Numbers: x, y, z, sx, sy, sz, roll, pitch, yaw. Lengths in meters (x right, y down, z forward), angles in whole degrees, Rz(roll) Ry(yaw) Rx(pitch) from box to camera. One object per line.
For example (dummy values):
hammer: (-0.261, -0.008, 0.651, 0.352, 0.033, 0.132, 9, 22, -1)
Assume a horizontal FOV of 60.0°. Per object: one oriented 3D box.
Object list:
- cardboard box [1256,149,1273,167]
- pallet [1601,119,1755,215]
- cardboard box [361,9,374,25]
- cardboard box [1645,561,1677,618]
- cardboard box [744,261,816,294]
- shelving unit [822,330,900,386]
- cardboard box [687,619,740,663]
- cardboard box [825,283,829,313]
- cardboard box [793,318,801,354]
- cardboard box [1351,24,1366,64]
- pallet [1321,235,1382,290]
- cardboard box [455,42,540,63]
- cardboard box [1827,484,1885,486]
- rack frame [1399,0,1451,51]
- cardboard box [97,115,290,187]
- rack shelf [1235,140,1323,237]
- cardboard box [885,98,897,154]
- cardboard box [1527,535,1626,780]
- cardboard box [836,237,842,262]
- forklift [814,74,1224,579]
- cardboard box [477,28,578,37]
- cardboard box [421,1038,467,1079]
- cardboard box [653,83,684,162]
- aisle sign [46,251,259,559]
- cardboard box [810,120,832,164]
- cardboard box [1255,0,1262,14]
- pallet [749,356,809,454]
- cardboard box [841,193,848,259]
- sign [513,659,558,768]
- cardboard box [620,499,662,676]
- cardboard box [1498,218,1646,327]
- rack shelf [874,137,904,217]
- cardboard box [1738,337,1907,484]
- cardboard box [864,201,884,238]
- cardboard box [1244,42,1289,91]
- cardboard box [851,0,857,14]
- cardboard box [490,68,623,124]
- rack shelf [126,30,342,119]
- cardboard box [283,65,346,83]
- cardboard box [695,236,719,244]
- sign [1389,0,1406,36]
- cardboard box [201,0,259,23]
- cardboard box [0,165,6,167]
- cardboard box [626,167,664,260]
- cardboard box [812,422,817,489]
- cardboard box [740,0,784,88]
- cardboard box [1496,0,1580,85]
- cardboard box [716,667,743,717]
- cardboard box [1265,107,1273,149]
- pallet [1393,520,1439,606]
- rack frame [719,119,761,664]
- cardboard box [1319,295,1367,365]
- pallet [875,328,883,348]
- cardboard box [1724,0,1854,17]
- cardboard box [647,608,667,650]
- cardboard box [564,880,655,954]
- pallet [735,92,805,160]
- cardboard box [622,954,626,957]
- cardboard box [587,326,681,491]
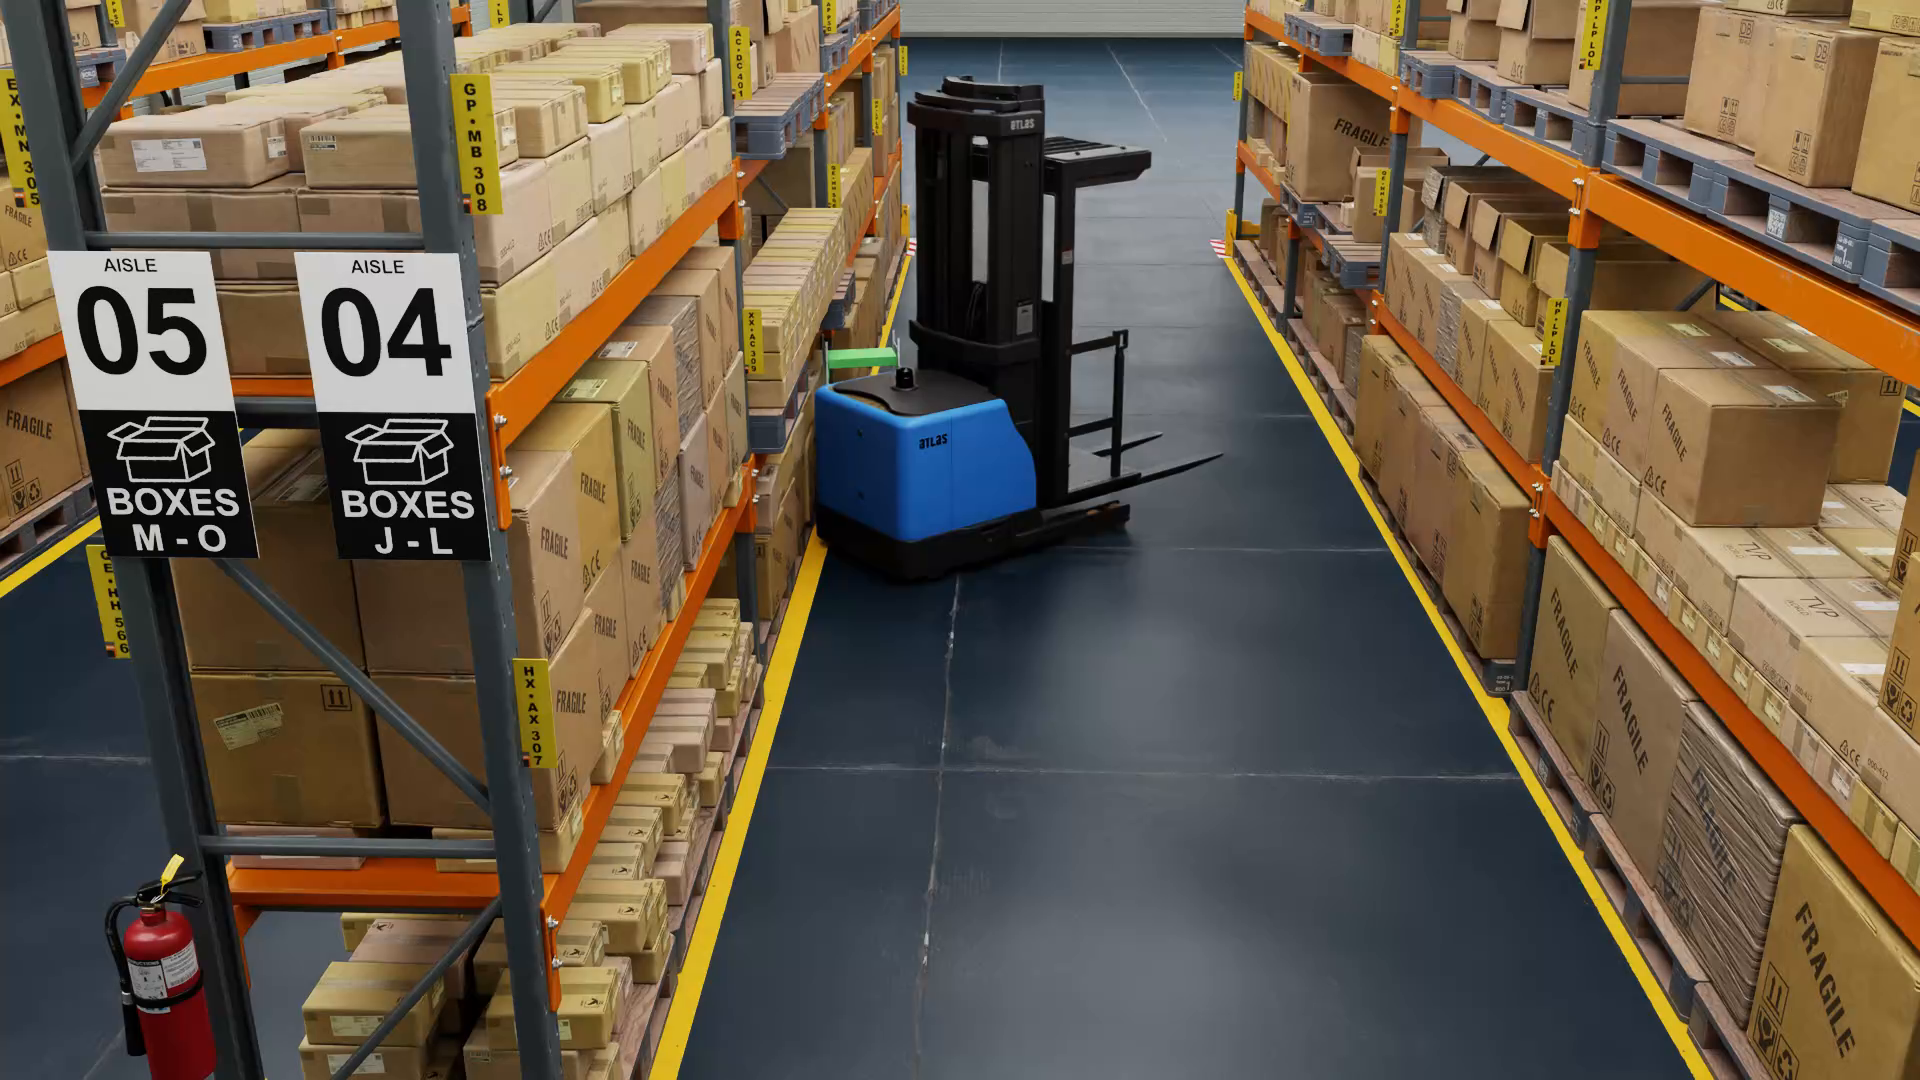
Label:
cardboard box: (3.363, -4.069, 17.715, 0.380, 0.149, 0.250, 1, 21, 2)
pallet: (3.353, -1.550, 6.853, 1.003, 0.211, 1.213, 1, 21, 2)
cardboard box: (-6.011, -5.157, 16.372, 0.380, 0.149, 0.250, 1, 21, 3)
cardboard box: (3.008, 0.200, 6.713, 0.380, 0.149, 0.250, 1, 21, 2)
cardboard box: (-1.057, -1.541, 9.797, 0.380, 0.149, 0.250, 1, 21, 4)
shelving unit: (-0.675, -0.823, 11.491, 0.503, 1.200, 0.258, -4, 22, -10)
cardboard box: (-1.285, 0.500, 8.130, 0.380, 0.149, 0.250, 1, 21, 2)
cardboard box: (-1.035, -1.551, 10.647, 0.380, 0.149, 0.250, 0, 21, -1)
cardboard box: (-1.082, -1.122, 9.128, 0.380, 0.149, 0.250, 1, 21, 3)
cardboard box: (3.299, -3.799, 12.734, 0.500, 0.250, 0.500, 1, 21, 3)
pallet: (3.425, -2.104, 12.571, 1.213, 0.211, 1.003, 1, 21, 2)
cardboard box: (-1.851, -1.848, 6.464, 0.380, 0.149, 0.250, 0, 21, 0)
cardboard box: (3.624, -0.208, 7.214, 0.500, 0.250, 0.500, 1, 21, 3)
rack frame: (3.510, -4.732, 10.784, 1.000, 3.000, 0.127, 1, 21, 2)
cardboard box: (-1.972, -1.004, 4.289, 0.380, 0.149, 0.250, 0, 21, 1)
rack shelf: (3.692, -3.769, 17.590, 1.077, 0.370, 4.000, 1, 21, 2)
cardboard box: (-1.163, -4.655, 18.671, 0.875, 0.550, 0.550, 1, 21, 2)
cardboard box: (3.288, 0.544, 7.837, 0.875, 0.875, 0.875, 1, 21, 2)
cardboard box: (-1.011, -1.963, 11.298, 0.380, 0.149, 0.250, 1, 21, 4)
forklift: (0.524, -1.538, 10.942, 3.031, 2.935, 1.130, -16, 26, -36)
cardboard box: (-1.859, -2.127, 7.181, 0.380, 0.149, 0.250, 0, 21, -1)
cardboard box: (-1.881, 1.807, 5.585, 0.380, 0.149, 0.250, 1, 21, 3)
cardboard box: (-1.365, -1.595, 6.363, 0.500, 0.250, 0.500, 1, 21, 4)
aisle sign: (-1.990, -0.322, 4.119, 0.394, 0.787, 0.004, 1, 21, 2)
cardboard box: (-1.394, -3.069, 13.272, 0.700, 0.500, 0.500, 0, 21, 1)
cardboard box: (3.470, -5.798, 17.886, 0.500, 0.250, 0.500, 0, 21, 0)
pallet: (-1.398, -0.765, 9.119, 1.003, 0.211, 1.213, 1, 21, 2)
cardboard box: (-1.149, -2.416, 12.970, 0.500, 0.500, 0.500, 0, 21, 1)
sign: (-1.146, 0.469, 4.477, 0.100, 0.325, 0.005, 1, 21, 2)
cardboard box: (-1.380, 0.151, 5.943, 0.500, 0.500, 0.500, 1, 21, 2)
cardboard box: (3.432, -1.482, 9.177, 0.797, 0.503, 0.637, 1, 21, 2)
rack shelf: (-1.263, -3.860, 17.825, 1.077, 0.370, 4.000, 1, 21, 2)
cardboard box: (3.622, -0.557, 7.077, 0.500, 0.500, 0.500, 1, 21, 2)
cardboard box: (-1.234, -2.904, 16.724, 0.875, 0.875, 0.875, 1, 21, 2)
cardboard box: (3.464, -5.283, 18.566, 0.500, 0.500, 0.500, 1, 21, 2)
cardboard box: (-1.141, -4.594, 14.065, 0.500, 0.250, 0.500, 0, 21, 1)
cardboard box: (-1.331, -1.461, 5.467, 0.380, 0.149, 0.250, 1, 21, 3)
rack shelf: (-6.335, -3.830, 13.601, 1.077, 0.370, 4.000, 1, 21, 2)
cardboard box: (-6.044, -4.298, 16.029, 0.700, 0.500, 0.500, 0, 21, 1)
cardboard box: (-1.685, -1.838, 10.563, 0.380, 0.149, 0.250, 2, 21, 4)
sign: (2.967, -3.581, 11.250, 0.100, 0.325, 0.005, 1, 21, 2)
cardboard box: (-6.184, -4.434, 13.791, 0.500, 0.250, 0.500, 1, 21, 2)
cardboard box: (-6.661, -2.202, 11.036, 0.500, 0.500, 0.500, 1, 21, 2)
cardboard box: (-1.370, -1.185, 5.996, 0.500, 0.250, 0.500, 1, 21, 1)
cardboard box: (-1.223, -0.628, 11.376, 0.500, 0.500, 0.500, 1, 21, 4)
cardboard box: (-1.388, -2.779, 9.175, 0.797, 0.503, 0.637, 0, 21, 1)
cardboard box: (3.469, -2.838, 9.328, 0.797, 0.503, 0.637, 0, 21, 1)
cardboard box: (-1.245, 0.727, 7.957, 0.380, 0.149, 0.250, 0, 21, 0)
cardboard box: (3.755, -4.452, 17.806, 0.875, 0.500, 0.500, 1, 21, 2)
pallet: (3.370, 0.089, 10.507, 1.003, 0.211, 1.213, 1, 21, 2)
rack frame: (-1.567, -0.580, 8.377, 1.000, 3.000, 0.127, 1, 21, 2)
cardboard box: (3.541, -1.825, 14.432, 0.700, 0.500, 0.500, -1, 21, -3)
pallet: (-1.271, -1.892, 15.615, 1.003, 0.211, 1.213, 1, 21, 2)
cardboard box: (3.353, -2.186, 6.475, 0.500, 0.250, 0.500, -1, 21, -2)
cardboard box: (-1.354, 0.305, 6.442, 0.380, 0.149, 0.250, 1, 21, 4)
cardboard box: (-1.309, 1.346, 5.951, 0.380, 0.149, 0.250, 1, 21, 1)
pallet: (-1.441, -2.113, 8.440, 1.213, 0.211, 1.003, 1, 21, 2)
cardboard box: (-1.426, 1.628, 6.046, 0.380, 0.149, 0.250, 1, 21, 2)
cardboard box: (-1.350, -0.499, 6.237, 0.500, 0.500, 0.500, 0, 21, 0)
